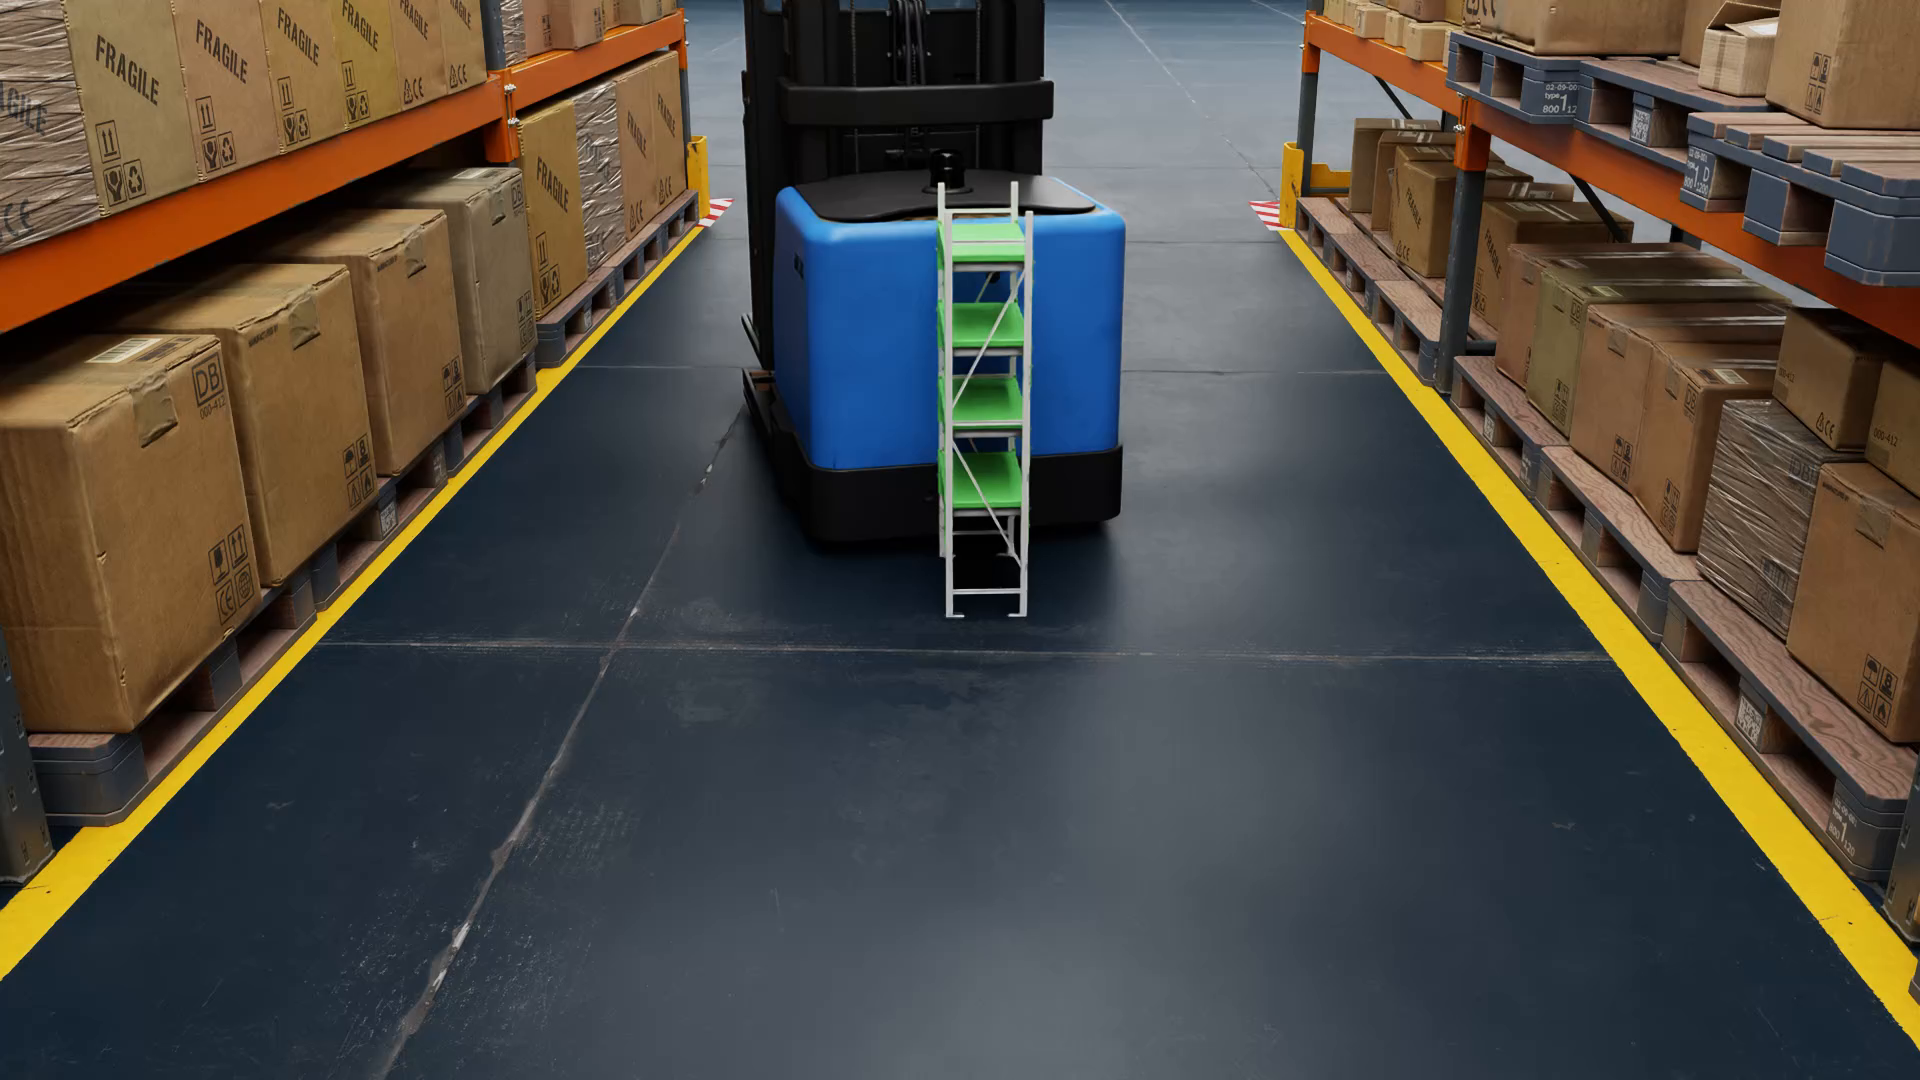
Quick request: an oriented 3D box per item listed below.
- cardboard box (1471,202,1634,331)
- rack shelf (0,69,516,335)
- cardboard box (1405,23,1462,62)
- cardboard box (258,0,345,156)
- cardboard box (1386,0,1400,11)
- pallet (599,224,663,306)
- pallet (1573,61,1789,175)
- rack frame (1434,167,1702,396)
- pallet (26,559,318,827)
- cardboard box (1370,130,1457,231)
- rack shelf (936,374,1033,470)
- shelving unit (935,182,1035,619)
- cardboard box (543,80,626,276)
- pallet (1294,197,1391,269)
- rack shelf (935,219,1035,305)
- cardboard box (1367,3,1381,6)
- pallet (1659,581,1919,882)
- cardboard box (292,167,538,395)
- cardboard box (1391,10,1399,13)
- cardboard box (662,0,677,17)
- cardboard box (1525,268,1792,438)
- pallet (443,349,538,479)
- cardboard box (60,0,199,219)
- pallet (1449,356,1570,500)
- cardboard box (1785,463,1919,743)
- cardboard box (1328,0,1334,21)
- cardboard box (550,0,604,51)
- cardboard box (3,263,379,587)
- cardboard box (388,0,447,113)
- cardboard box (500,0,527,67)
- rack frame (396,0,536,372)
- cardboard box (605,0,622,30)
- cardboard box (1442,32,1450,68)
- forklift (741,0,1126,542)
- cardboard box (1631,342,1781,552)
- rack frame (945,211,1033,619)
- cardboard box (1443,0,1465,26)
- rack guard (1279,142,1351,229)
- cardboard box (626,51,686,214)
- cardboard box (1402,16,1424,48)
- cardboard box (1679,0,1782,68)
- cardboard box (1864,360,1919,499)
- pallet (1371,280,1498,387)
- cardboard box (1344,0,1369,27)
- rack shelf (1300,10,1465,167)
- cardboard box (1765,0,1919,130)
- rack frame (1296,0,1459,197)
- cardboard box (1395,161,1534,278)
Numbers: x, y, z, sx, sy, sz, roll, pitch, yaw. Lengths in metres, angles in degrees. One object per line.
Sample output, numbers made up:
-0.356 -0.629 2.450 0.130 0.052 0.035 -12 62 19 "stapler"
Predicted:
2.610 -1.206 7.365 0.500 0.500 0.500 0 21 0 "cardboard box"
-2.458 -1.064 5.118 1.077 0.370 4.000 1 21 2 "rack shelf"
2.251 -2.267 7.571 0.380 0.149 0.250 1 21 2 "cardboard box"
-2.189 -1.428 4.925 0.500 0.500 0.500 0 21 1 "cardboard box"
2.655 -2.921 8.361 0.875 0.500 0.500 1 21 2 "cardboard box"
-2.261 -1.538 9.202 1.003 0.211 1.213 1 21 2 "pallet"
2.455 -1.212 4.770 1.003 0.211 1.213 1 21 2 "pallet"
2.558 -2.031 6.617 1.000 3.000 0.127 1 21 2 "rack frame"
-2.419 0.340 4.361 1.003 0.211 1.213 1 21 2 "pallet"
2.660 -2.066 9.581 0.500 0.500 0.500 6 22 16 "cardboard box"
0.066 -0.359 4.971 0.258 0.148 0.480 -1 21 -3 "rack shelf"
0.066 -0.418 4.948 0.258 1.200 0.503 -1 21 -3 "shelving unit"
-2.284 -1.880 8.584 0.875 0.875 0.875 1 21 2 "cardboard box"
2.617 -1.856 10.022 1.003 0.211 1.213 1 21 2 "pallet"
0.066 -0.806 4.798 0.258 0.148 0.480 -1 21 -3 "rack shelf"
2.401 -2.808 8.966 0.380 0.149 0.250 1 21 2 "cardboard box"
2.461 0.433 4.122 1.003 0.211 1.213 1 21 2 "pallet"
-2.326 -1.044 6.602 1.050 0.750 0.750 1 21 1 "cardboard box"
2.415 -2.627 8.499 0.380 0.149 0.250 1 21 2 "cardboard box"
-2.241 -3.504 10.205 0.875 0.550 0.550 1 21 2 "cardboard box"
2.484 -0.677 5.974 0.700 0.500 0.500 1 21 1 "cardboard box"
-2.345 -0.542 6.635 1.003 0.211 1.213 1 21 2 "pallet"
-2.222 -1.066 3.991 0.500 0.500 0.500 0 21 1 "cardboard box"
2.536 -0.450 6.396 1.003 0.211 1.213 1 21 2 "pallet"
2.437 0.133 3.887 0.700 0.500 0.500 0 21 -1 "cardboard box"
2.406 -3.170 9.898 0.380 0.149 0.250 1 21 2 "cardboard box"
-2.269 -2.719 8.182 0.875 0.550 0.550 1 21 2 "cardboard box"
-2.387 -0.358 4.835 1.050 0.750 0.750 1 21 2 "cardboard box"
-2.161 -1.794 5.869 0.500 0.500 0.500 0 21 1 "cardboard box"
-2.398 -2.326 7.169 0.875 0.550 0.550 1 21 2 "cardboard box"
-2.397 -2.122 6.852 1.000 3.000 0.127 1 21 2 "rack frame"
-2.379 -3.103 9.173 0.875 0.550 0.550 1 21 2 "cardboard box"
2.288 -2.085 7.104 0.380 0.149 0.250 1 21 2 "cardboard box"
-0.287 -1.861 6.274 1.130 2.935 3.031 -5 22 -12 "forklift"
2.451 -0.273 4.933 0.700 0.500 0.500 2 21 6 "cardboard box"
0.078 -0.330 4.721 0.240 1.200 0.015 -1 21 -3 "rack frame"
2.684 -2.559 7.427 0.875 0.500 0.500 1 21 2 "cardboard box"
2.677 -2.284 10.726 1.175 0.500 0.348 1 21 2 "rack guard"
-2.230 -2.528 10.254 0.875 0.875 0.875 1 21 2 "cardboard box"
2.358 -2.446 8.034 0.380 0.149 0.250 1 21 2 "cardboard box"
2.597 -1.647 4.904 0.797 0.503 0.637 3 21 7 "cardboard box"
2.427 -0.217 3.752 0.500 0.250 0.500 1 21 4 "cardboard box"
2.543 -0.974 7.748 1.003 0.211 1.213 1 21 2 "pallet"
2.396 -2.989 9.432 0.380 0.149 0.250 1 21 2 "cardboard box"
2.619 -2.419 8.611 1.077 0.370 4.000 1 21 2 "rack shelf"
2.330 -1.226 3.823 0.700 0.500 0.500 4 22 10 "cardboard box"
2.679 -3.477 10.344 1.000 3.000 0.127 1 21 2 "rack frame"
2.560 -1.638 8.479 0.500 0.500 0.500 -1 21 -3 "cardboard box"
